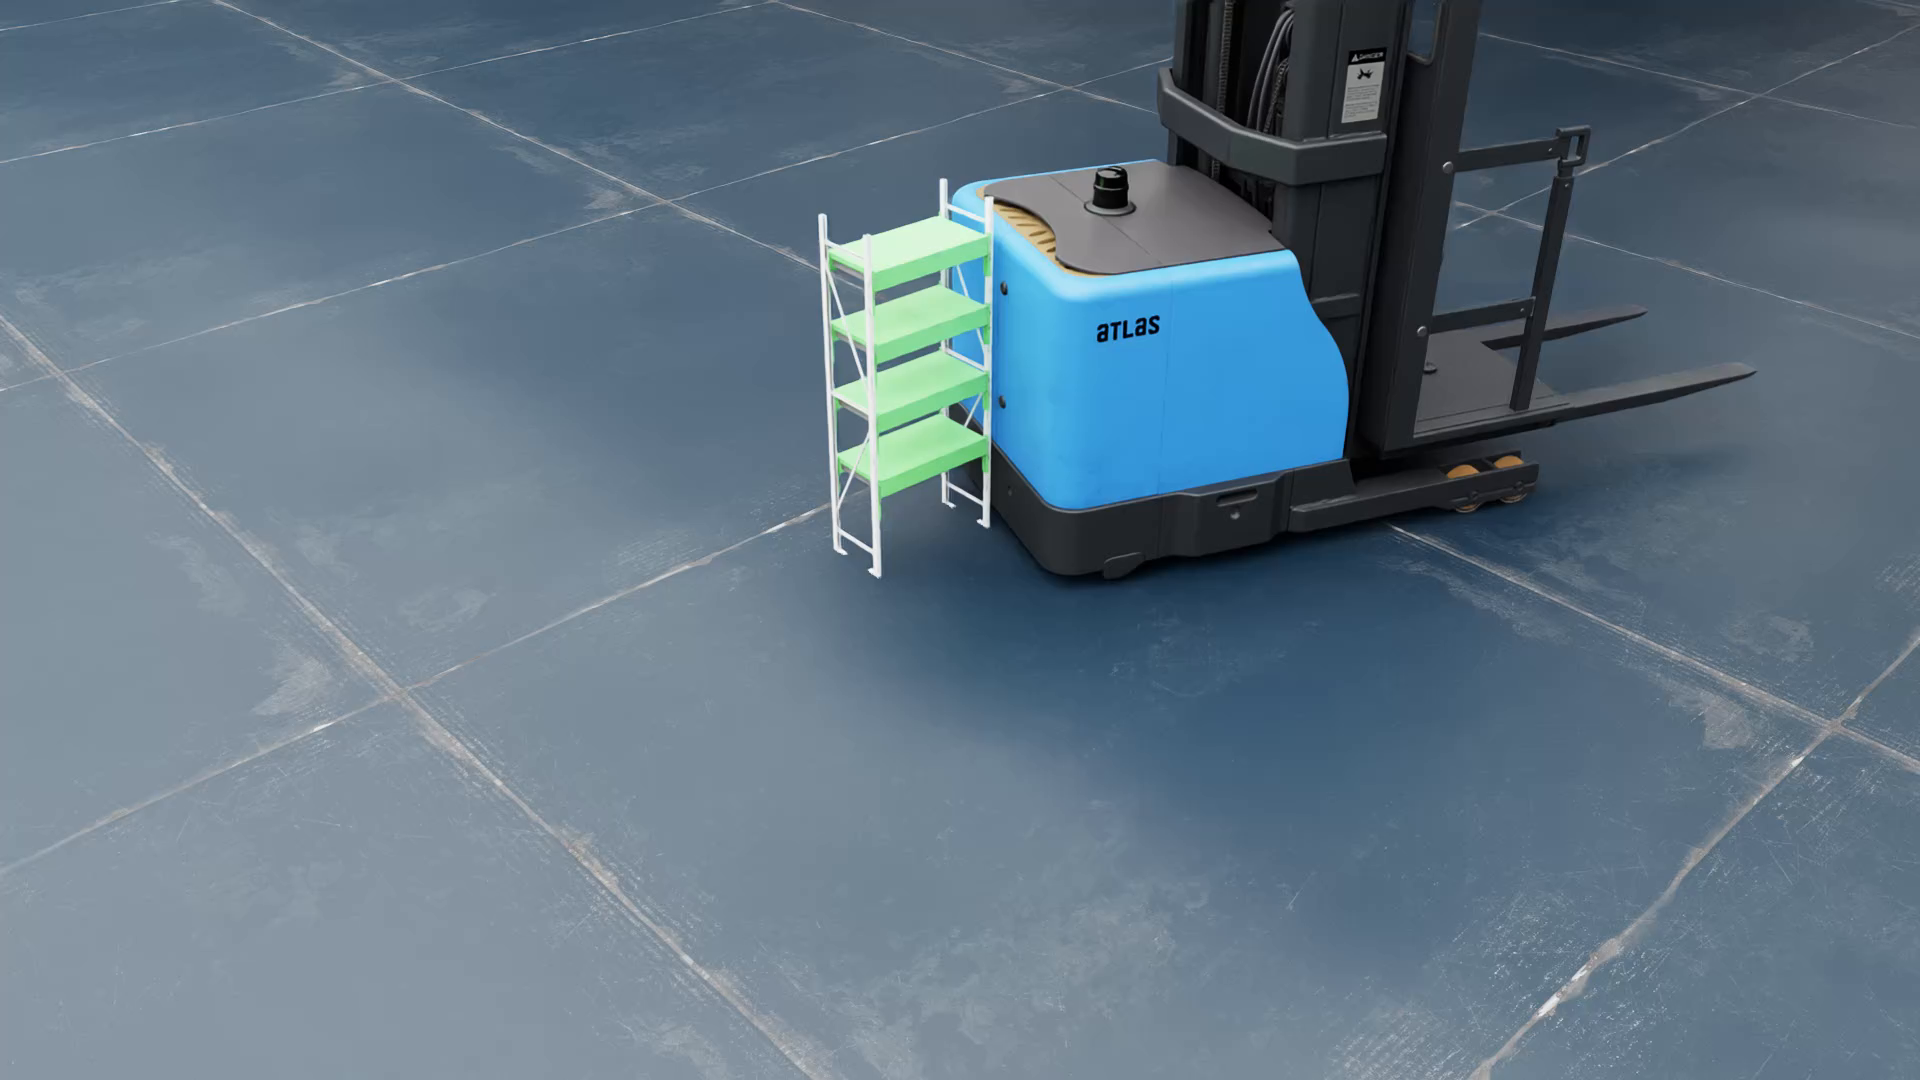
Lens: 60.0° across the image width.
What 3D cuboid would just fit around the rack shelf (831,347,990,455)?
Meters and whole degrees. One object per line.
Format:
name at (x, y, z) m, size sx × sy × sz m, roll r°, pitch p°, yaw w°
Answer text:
rack shelf at (-0.163, -0.464, 5.482) m, size 0.480 × 0.148 × 0.258 m, roll -25°, pitch 39°, yaw -34°

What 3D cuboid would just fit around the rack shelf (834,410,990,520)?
rack shelf at (-0.163, -0.260, 5.607) m, size 0.480 × 0.148 × 0.258 m, roll -25°, pitch 39°, yaw -34°

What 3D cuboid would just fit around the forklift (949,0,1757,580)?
forklift at (1.530, -1.593, 5.545) m, size 3.031 × 2.935 × 1.130 m, roll -11°, pitch 33°, yaw -18°

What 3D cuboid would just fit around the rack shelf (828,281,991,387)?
rack shelf at (-0.163, -0.669, 5.357) m, size 0.480 × 0.148 × 0.258 m, roll -25°, pitch 39°, yaw -34°

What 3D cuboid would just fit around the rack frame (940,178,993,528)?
rack frame at (0.020, -0.603, 5.585) m, size 0.015 × 1.200 × 0.240 m, roll -25°, pitch 39°, yaw -34°

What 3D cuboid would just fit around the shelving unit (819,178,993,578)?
shelving unit at (-0.163, -0.519, 5.448) m, size 0.503 × 1.200 × 0.258 m, roll -25°, pitch 39°, yaw -34°

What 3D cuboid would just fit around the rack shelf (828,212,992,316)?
rack shelf at (-0.163, -0.874, 5.231) m, size 0.480 × 0.148 × 0.258 m, roll -25°, pitch 39°, yaw -34°

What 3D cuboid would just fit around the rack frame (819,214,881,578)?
rack frame at (-0.347, -0.435, 5.311) m, size 0.015 × 1.200 × 0.240 m, roll -25°, pitch 39°, yaw -34°
